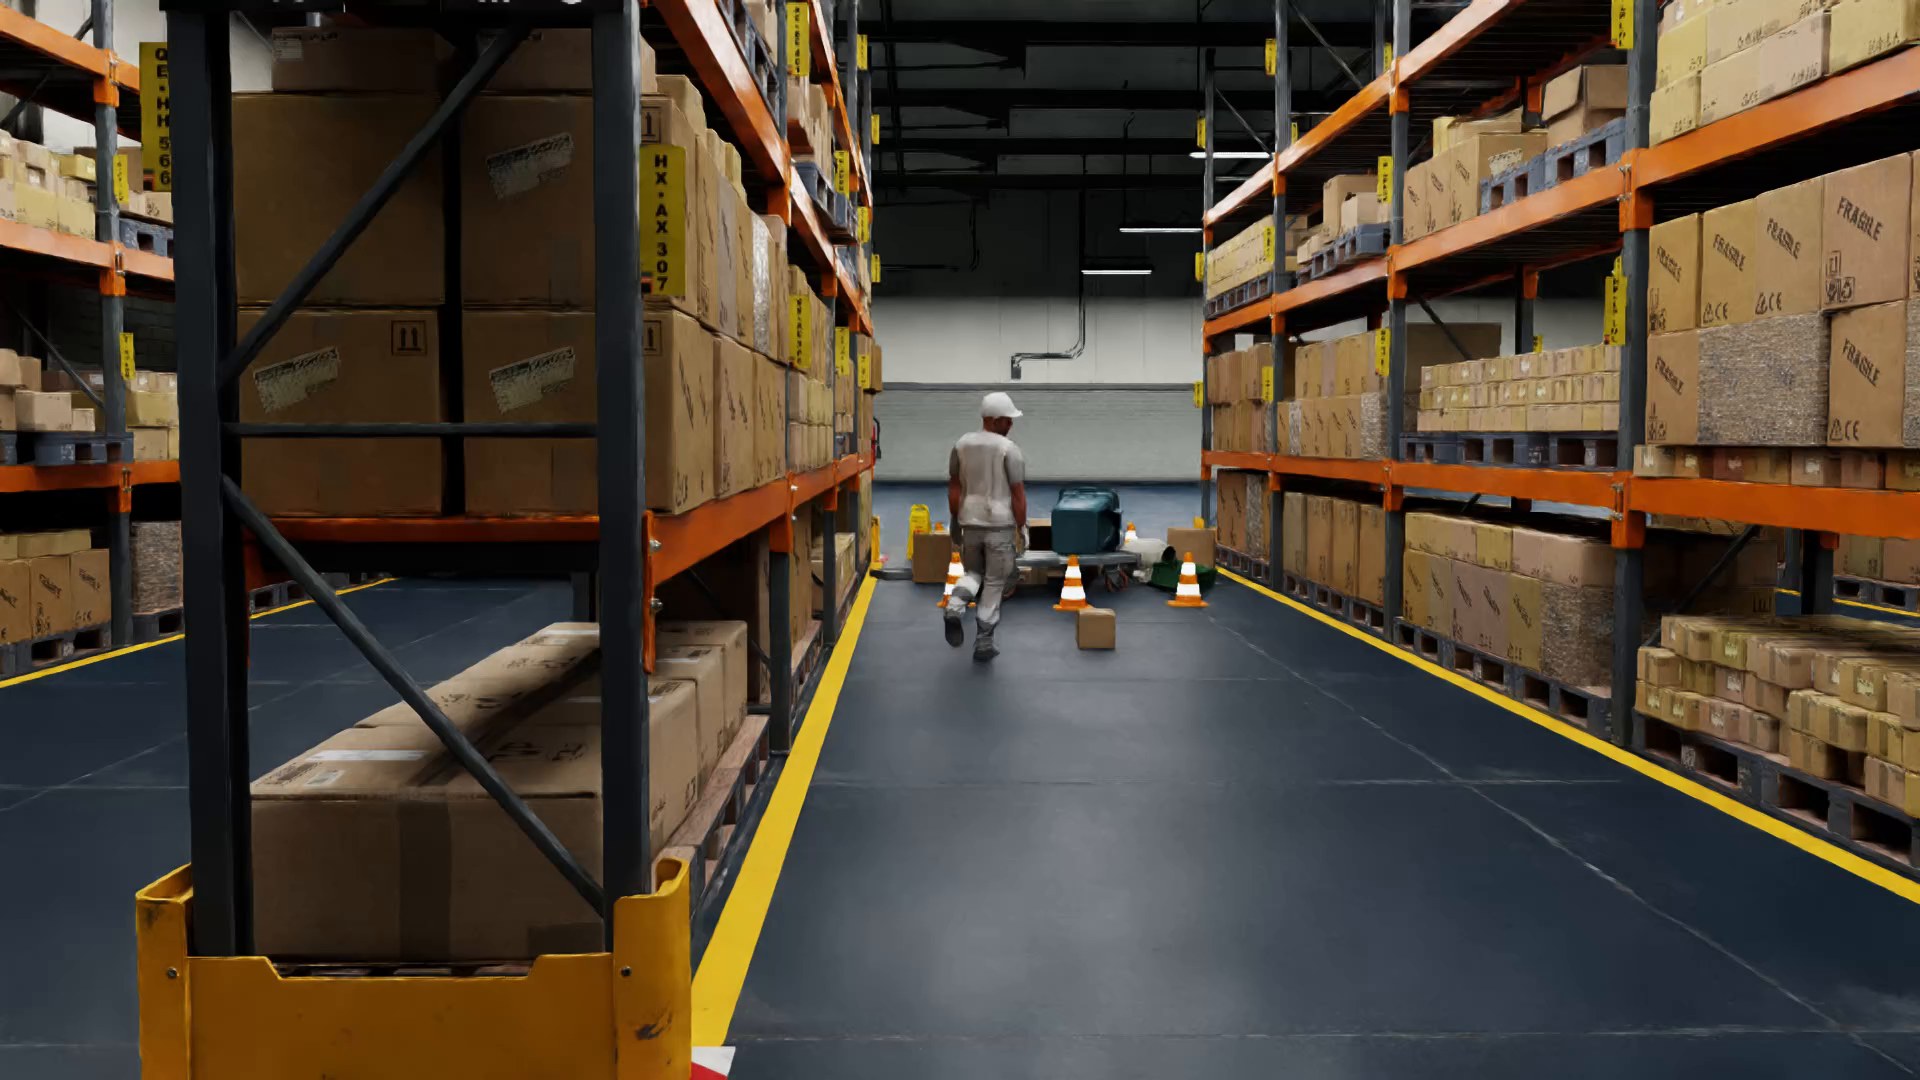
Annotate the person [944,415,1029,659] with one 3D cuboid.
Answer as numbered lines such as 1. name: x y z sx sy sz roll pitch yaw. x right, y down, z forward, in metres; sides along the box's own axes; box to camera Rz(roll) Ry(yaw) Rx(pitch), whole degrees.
1. person: 14.061 -0.580 19.014 17.352 1.721 27.931 2 4 28
